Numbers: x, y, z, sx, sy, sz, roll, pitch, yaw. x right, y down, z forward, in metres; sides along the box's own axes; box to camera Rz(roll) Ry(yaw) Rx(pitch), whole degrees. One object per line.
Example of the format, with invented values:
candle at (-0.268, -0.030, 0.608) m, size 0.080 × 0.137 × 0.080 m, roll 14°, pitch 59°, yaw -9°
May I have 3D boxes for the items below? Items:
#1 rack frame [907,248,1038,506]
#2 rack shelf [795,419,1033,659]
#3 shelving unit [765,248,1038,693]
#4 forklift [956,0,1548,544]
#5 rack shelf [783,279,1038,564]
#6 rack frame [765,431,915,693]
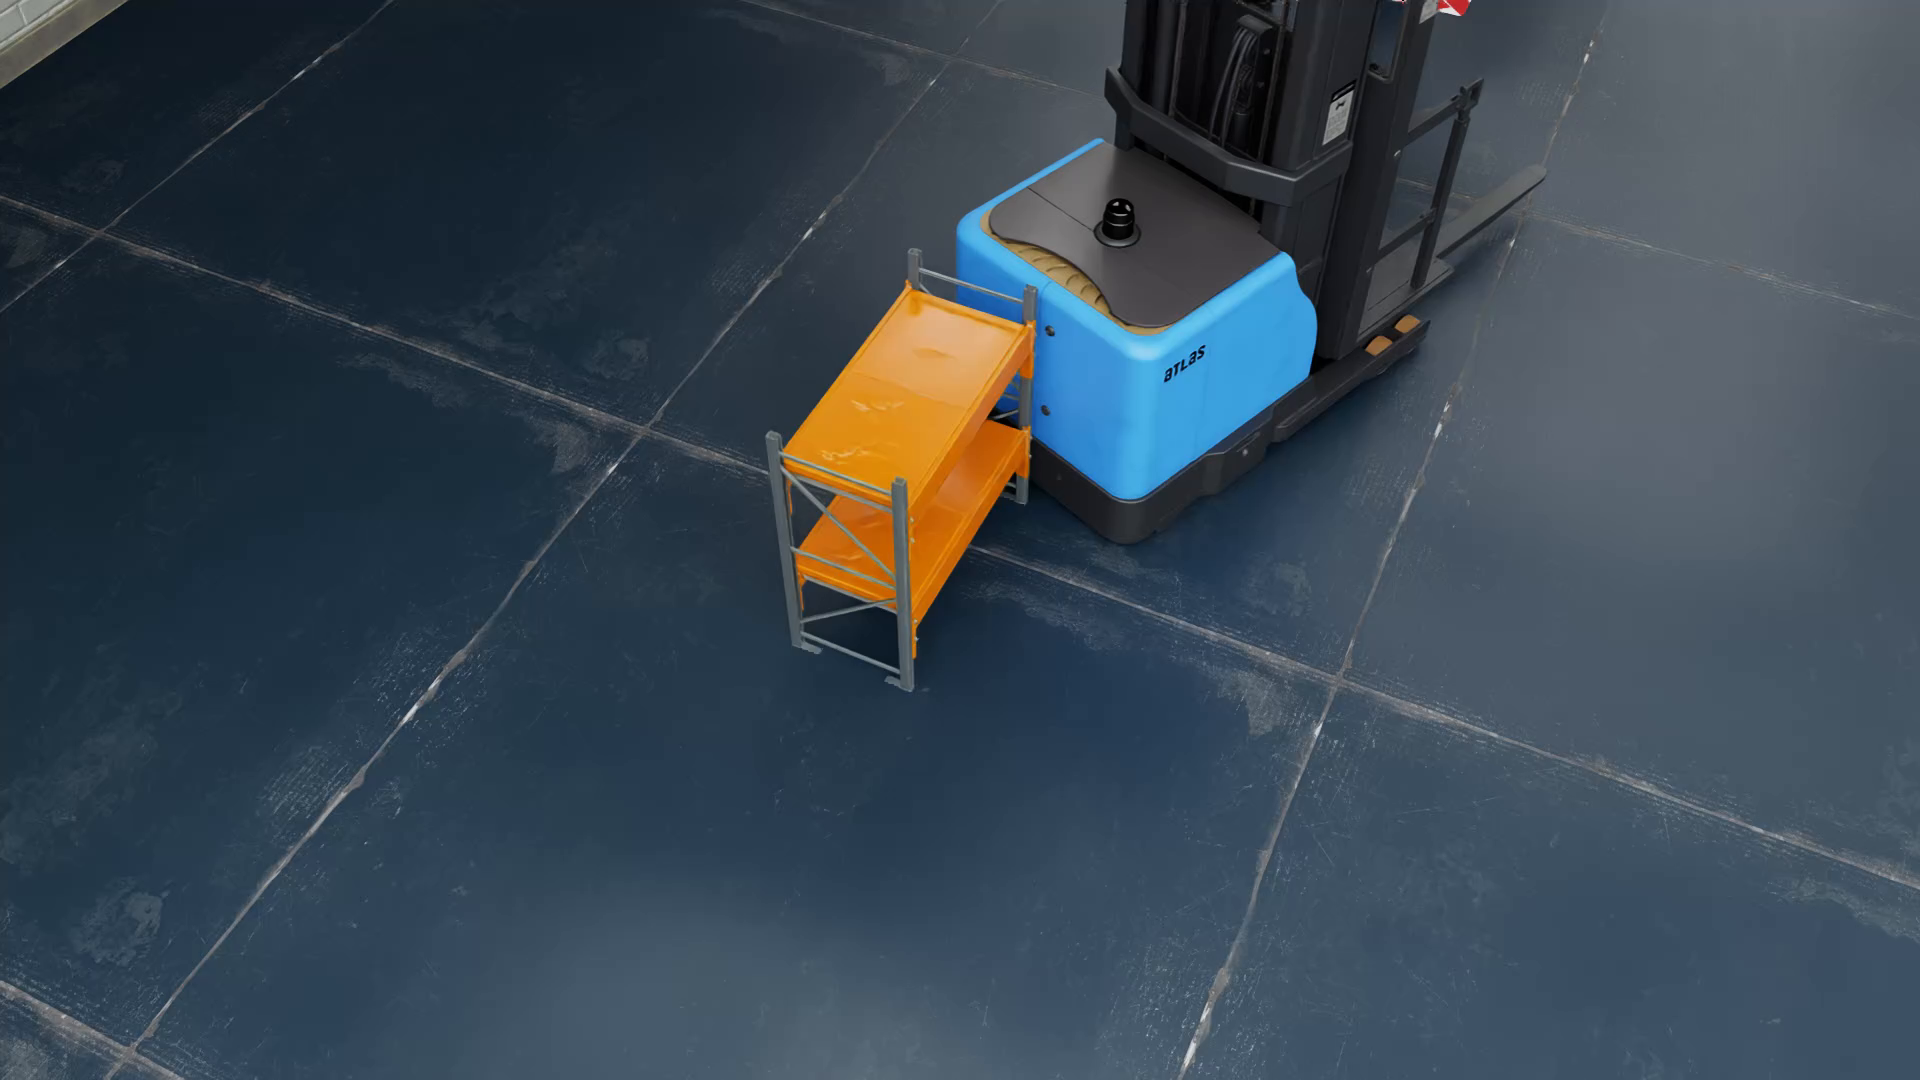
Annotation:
rack frame at (0.043, -0.596, 6.334) m, size 0.500 × 1.125 × 0.032 m, roll 20°, pitch 53°, yaw 16°
rack shelf at (-0.178, -0.089, 6.223) m, size 0.538 × 0.278 × 1.000 m, roll 20°, pitch 53°, yaw 16°
shelving unit at (-0.178, -0.247, 6.037) m, size 0.538 × 1.125 × 1.048 m, roll 20°, pitch 53°, yaw 16°
forklift at (1.396, -1.929, 6.282) m, size 3.031 × 2.935 × 1.130 m, roll -35°, pitch 58°, yaw -26°
rack shelf at (-0.178, -0.437, 5.814) m, size 0.538 × 0.278 × 1.000 m, roll 20°, pitch 53°, yaw 16°
rack frame at (-0.398, 0.102, 5.740) m, size 0.500 × 1.125 × 0.032 m, roll 20°, pitch 53°, yaw 16°
